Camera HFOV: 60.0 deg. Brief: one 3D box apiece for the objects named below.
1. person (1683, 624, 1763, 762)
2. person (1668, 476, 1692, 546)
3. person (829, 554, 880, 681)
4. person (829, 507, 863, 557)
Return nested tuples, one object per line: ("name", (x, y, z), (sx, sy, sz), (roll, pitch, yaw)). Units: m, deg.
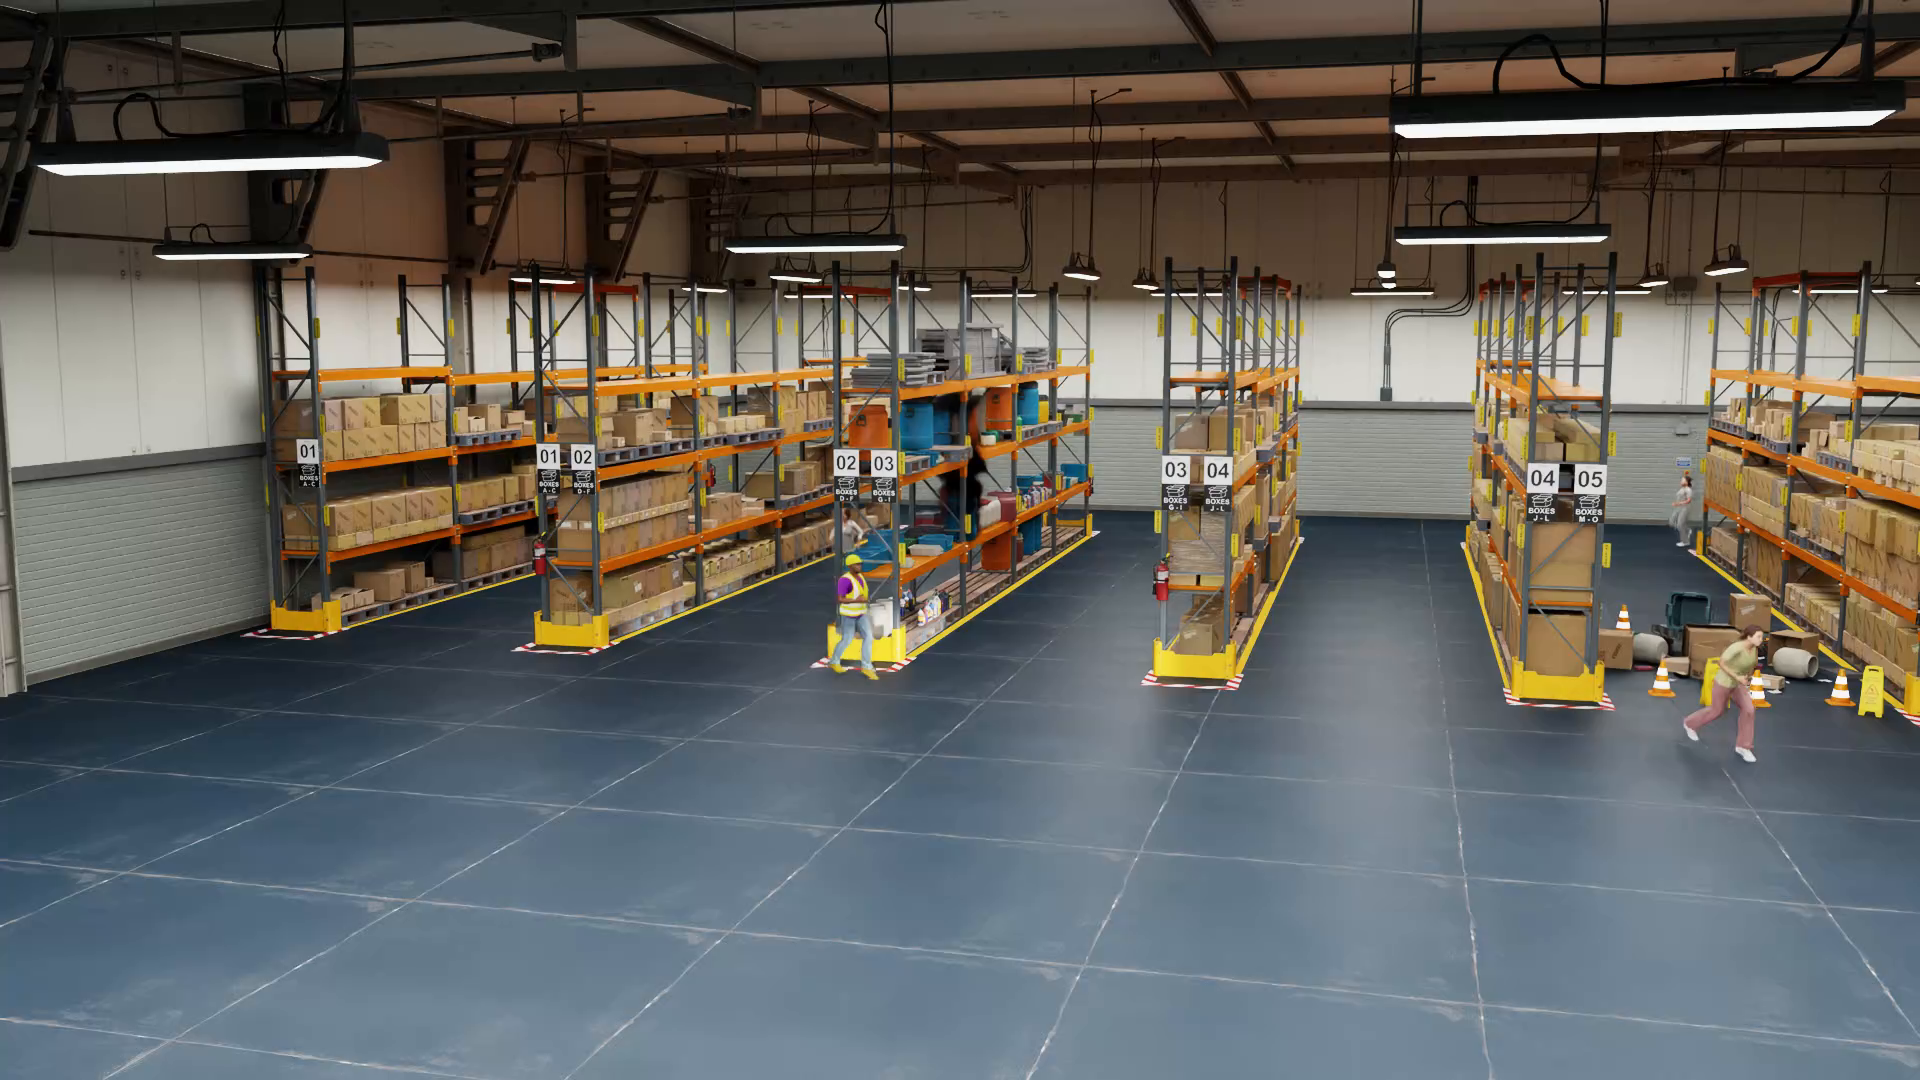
("person", (9.037, 1.745, 19.676), (0.614, 1.625, 1.003), (-5, 9, -33))
("person", (16.668, -0.677, 38.447), (0.514, 1.630, 0.559), (0, 7, 0))
("person", (-1.557, 1.103, 23.837), (0.807, 1.816, 0.679), (6, 9, 38))
("person", (-1.994, 0.235, 28.832), (0.533, 1.610, 0.797), (2, 7, 14))
